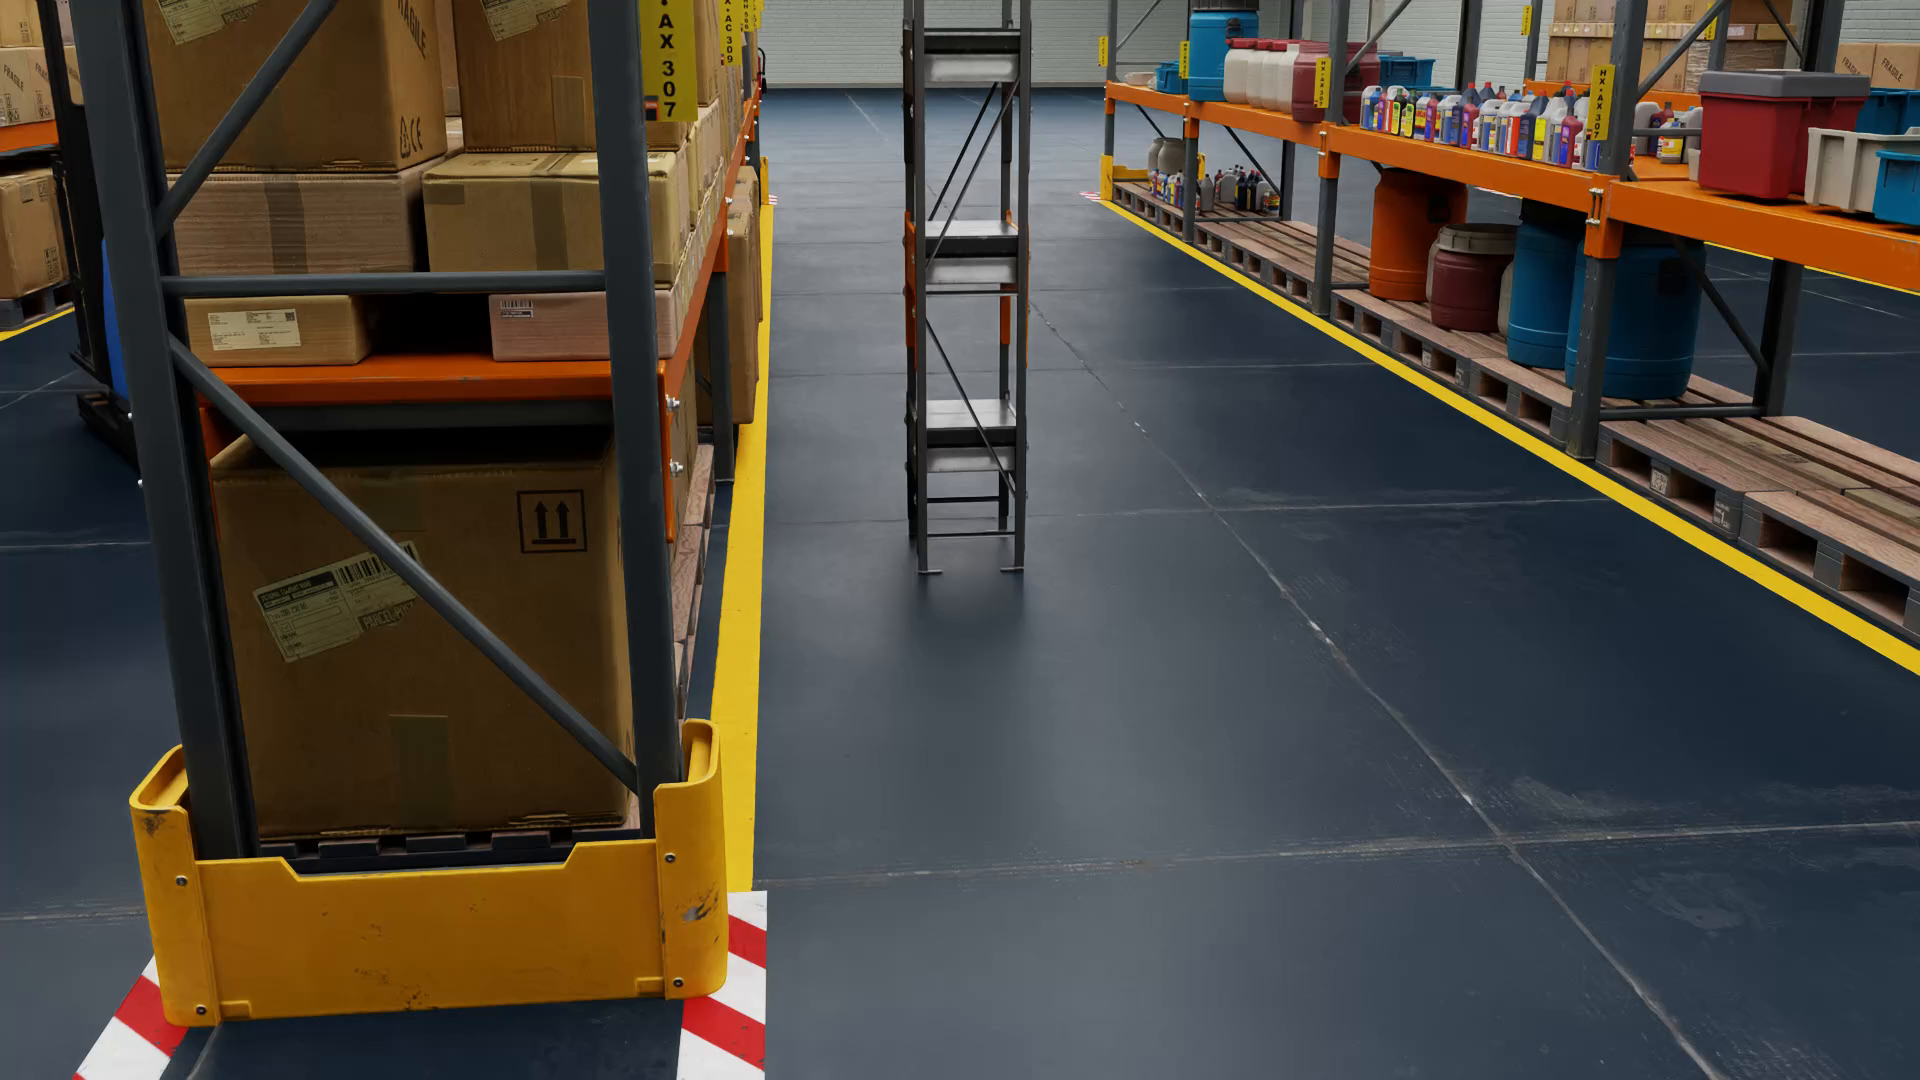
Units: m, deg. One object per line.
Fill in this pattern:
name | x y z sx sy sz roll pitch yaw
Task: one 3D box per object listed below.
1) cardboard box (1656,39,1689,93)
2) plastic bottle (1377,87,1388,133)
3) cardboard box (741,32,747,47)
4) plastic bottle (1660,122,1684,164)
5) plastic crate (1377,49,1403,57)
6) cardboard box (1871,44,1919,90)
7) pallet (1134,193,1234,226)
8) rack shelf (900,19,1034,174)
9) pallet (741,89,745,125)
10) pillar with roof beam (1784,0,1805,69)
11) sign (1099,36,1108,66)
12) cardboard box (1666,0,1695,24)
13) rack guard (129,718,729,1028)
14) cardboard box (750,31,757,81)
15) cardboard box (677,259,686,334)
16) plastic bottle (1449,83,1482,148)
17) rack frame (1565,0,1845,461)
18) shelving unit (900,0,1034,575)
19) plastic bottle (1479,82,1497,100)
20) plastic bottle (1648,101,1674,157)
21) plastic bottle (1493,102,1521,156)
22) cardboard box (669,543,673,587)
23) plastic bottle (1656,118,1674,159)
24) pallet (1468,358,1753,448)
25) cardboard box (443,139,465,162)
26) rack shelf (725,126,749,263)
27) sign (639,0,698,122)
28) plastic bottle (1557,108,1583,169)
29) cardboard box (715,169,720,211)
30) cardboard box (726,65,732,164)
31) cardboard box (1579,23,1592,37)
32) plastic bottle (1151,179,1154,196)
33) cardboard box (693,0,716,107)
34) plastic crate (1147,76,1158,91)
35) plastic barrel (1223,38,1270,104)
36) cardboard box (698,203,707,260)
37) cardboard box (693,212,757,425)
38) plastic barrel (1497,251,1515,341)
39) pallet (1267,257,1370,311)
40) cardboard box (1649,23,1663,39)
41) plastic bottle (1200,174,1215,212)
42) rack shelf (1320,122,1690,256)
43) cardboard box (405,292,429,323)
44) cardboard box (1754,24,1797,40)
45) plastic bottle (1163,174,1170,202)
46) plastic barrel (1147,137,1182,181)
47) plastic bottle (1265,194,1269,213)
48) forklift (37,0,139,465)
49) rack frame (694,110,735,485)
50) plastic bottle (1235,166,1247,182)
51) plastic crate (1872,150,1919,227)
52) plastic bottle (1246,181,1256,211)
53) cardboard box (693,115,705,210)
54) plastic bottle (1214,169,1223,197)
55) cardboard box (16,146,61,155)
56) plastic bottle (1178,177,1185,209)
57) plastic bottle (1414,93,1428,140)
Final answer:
cardboard box | 7.397 -4.710 16.505 0.700 0.500 0.500 -2 18 -6
plastic bottle | 2.707 -2.736 10.579 0.061 0.283 0.133 -2 18 -6
cardboard box | -2.073 -3.805 12.914 0.797 0.503 0.637 0 17 0
plastic bottle | 3.579 -1.993 8.348 0.097 0.201 0.097 0 17 0
plastic crate | 3.133 -3.551 12.874 0.402 0.464 0.583 -2 18 -6
cardboard box | 7.733 -3.729 13.380 0.500 0.500 0.500 -3 18 -9
pallet | 2.426 -3.457 17.336 1.003 0.211 1.213 -2 18 -6
rack shelf | 0.017 -1.607 6.000 0.431 0.518 0.480 -2 18 -6
pallet | -2.111 -2.994 11.527 1.213 0.211 1.003 -2 18 -6
pillar with roof beam | 8.056 -10.054 23.680 9.100 9.000 0.400 -2 18 -6
sign | 1.622 -5.530 18.821 0.100 0.325 0.005 -2 18 -6
cardboard box | 7.405 -5.323 16.291 0.700 0.500 0.500 -2 18 -6
rack guard | -1.104 0.706 3.592 1.175 0.500 0.348 -2 18 -6
cardboard box | -2.345 -4.544 15.480 0.875 0.500 0.500 -2 18 -6
cardboard box | -0.842 -0.566 3.891 0.380 0.149 0.250 -2 18 -6
plastic bottle | 2.874 -2.407 9.417 0.144 0.351 0.185 -2 18 -6
rack frame | 3.408 -1.838 7.524 1.000 3.000 0.127 -2 18 -6
shelving unit | 0.017 -0.952 6.205 0.431 2.100 0.503 -2 18 -6
plastic bottle | 3.011 -2.451 9.560 0.144 0.351 0.185 -2 18 -6
plastic bottle | 3.703 -2.169 8.774 0.061 0.283 0.133 -2 18 -6
plastic bottle | 2.942 -2.186 8.838 0.152 0.276 0.135 -2 18 -6
cardboard box | -1.346 -0.139 4.959 0.875 0.875 0.875 -2 18 -6
plastic bottle | 3.696 -2.095 8.675 0.097 0.201 0.097 0 17 0
pallet | 3.370 -0.739 8.678 1.003 0.211 1.213 -2 18 -6
cardboard box | -1.472 -0.851 4.134 0.500 0.250 0.500 -2 18 -7
rack shelf | -1.725 -1.938 9.043 1.077 0.370 4.000 -2 18 -6
sign | -0.554 -0.960 3.148 0.100 0.325 0.005 -2 18 -6
plastic bottle | 2.976 -1.957 8.099 0.061 0.283 0.133 -2 18 -6
cardboard box | -1.108 -1.331 6.329 0.380 0.149 0.250 -2 18 -7
cardboard box | -1.421 -2.176 8.435 0.500 0.500 0.500 -2 18 -7
cardboard box | 7.002 -5.571 18.163 0.380 0.149 0.250 -2 18 -6
plastic bottle | 2.058 -3.708 17.416 0.097 0.201 0.097 0 17 0
cardboard box | -1.158 -1.835 6.017 0.500 0.500 0.500 -2 18 -5
plastic crate | 2.163 -4.572 16.672 0.530 0.136 0.437 -2 18 -6
plastic barrel | 2.463 -3.995 14.166 0.433 0.535 0.433 0 17 0
cardboard box | -0.975 -0.948 5.107 0.380 0.149 0.250 -2 18 -7
cardboard box | -1.605 -1.062 7.898 1.225 0.875 0.875 -2 18 -5
plastic barrel | 3.326 -1.396 9.569 0.421 0.512 0.421 0 17 0
pallet | 2.954 -1.931 12.477 1.003 0.211 1.213 -2 18 -6
cardboard box | 7.166 -5.108 16.691 0.380 0.149 0.250 -2 18 -6
plastic bottle | 2.373 -3.355 16.044 0.144 0.351 0.185 -2 18 -6
rack shelf | 3.202 -2.091 9.530 1.077 0.370 4.000 -2 18 -6
cardboard box | -1.524 -0.622 4.070 0.380 0.149 0.250 -2 18 -6
cardboard box | 7.675 -4.817 15.762 0.380 0.149 0.250 -2 18 -6
plastic bottle | 2.114 -3.579 16.891 0.097 0.271 0.097 0 17 0
plastic barrel | 2.314 -4.233 18.605 0.421 0.512 0.421 0 17 0
plastic bottle | 2.975 -3.235 15.911 0.097 0.201 0.097 0 17 0
forklift | -3.885 -2.016 8.205 1.130 2.935 3.031 -13 21 -35
rack frame | -1.519 -1.685 7.037 1.000 3.000 0.127 -2 18 -6
plastic bottle | 2.849 -3.604 16.836 0.144 0.351 0.185 -2 18 -6
plastic crate | 3.354 -1.199 5.668 0.416 0.233 0.300 -2 18 -6
plastic bottle | 2.819 -3.336 16.096 0.061 0.283 0.133 -2 18 -6
cardboard box | -1.055 -1.175 5.165 0.500 0.250 0.500 -2 18 -7
plastic bottle | 2.688 -3.714 17.300 0.061 0.283 0.133 -2 18 -6
cardboard box | -7.134 -2.890 13.930 1.050 0.750 0.750 -2 18 -6
plastic bottle | 2.210 -3.408 16.212 0.144 0.351 0.185 -3 18 -8
plastic bottle | 2.788 -2.548 10.000 0.097 0.271 0.097 0 17 0
